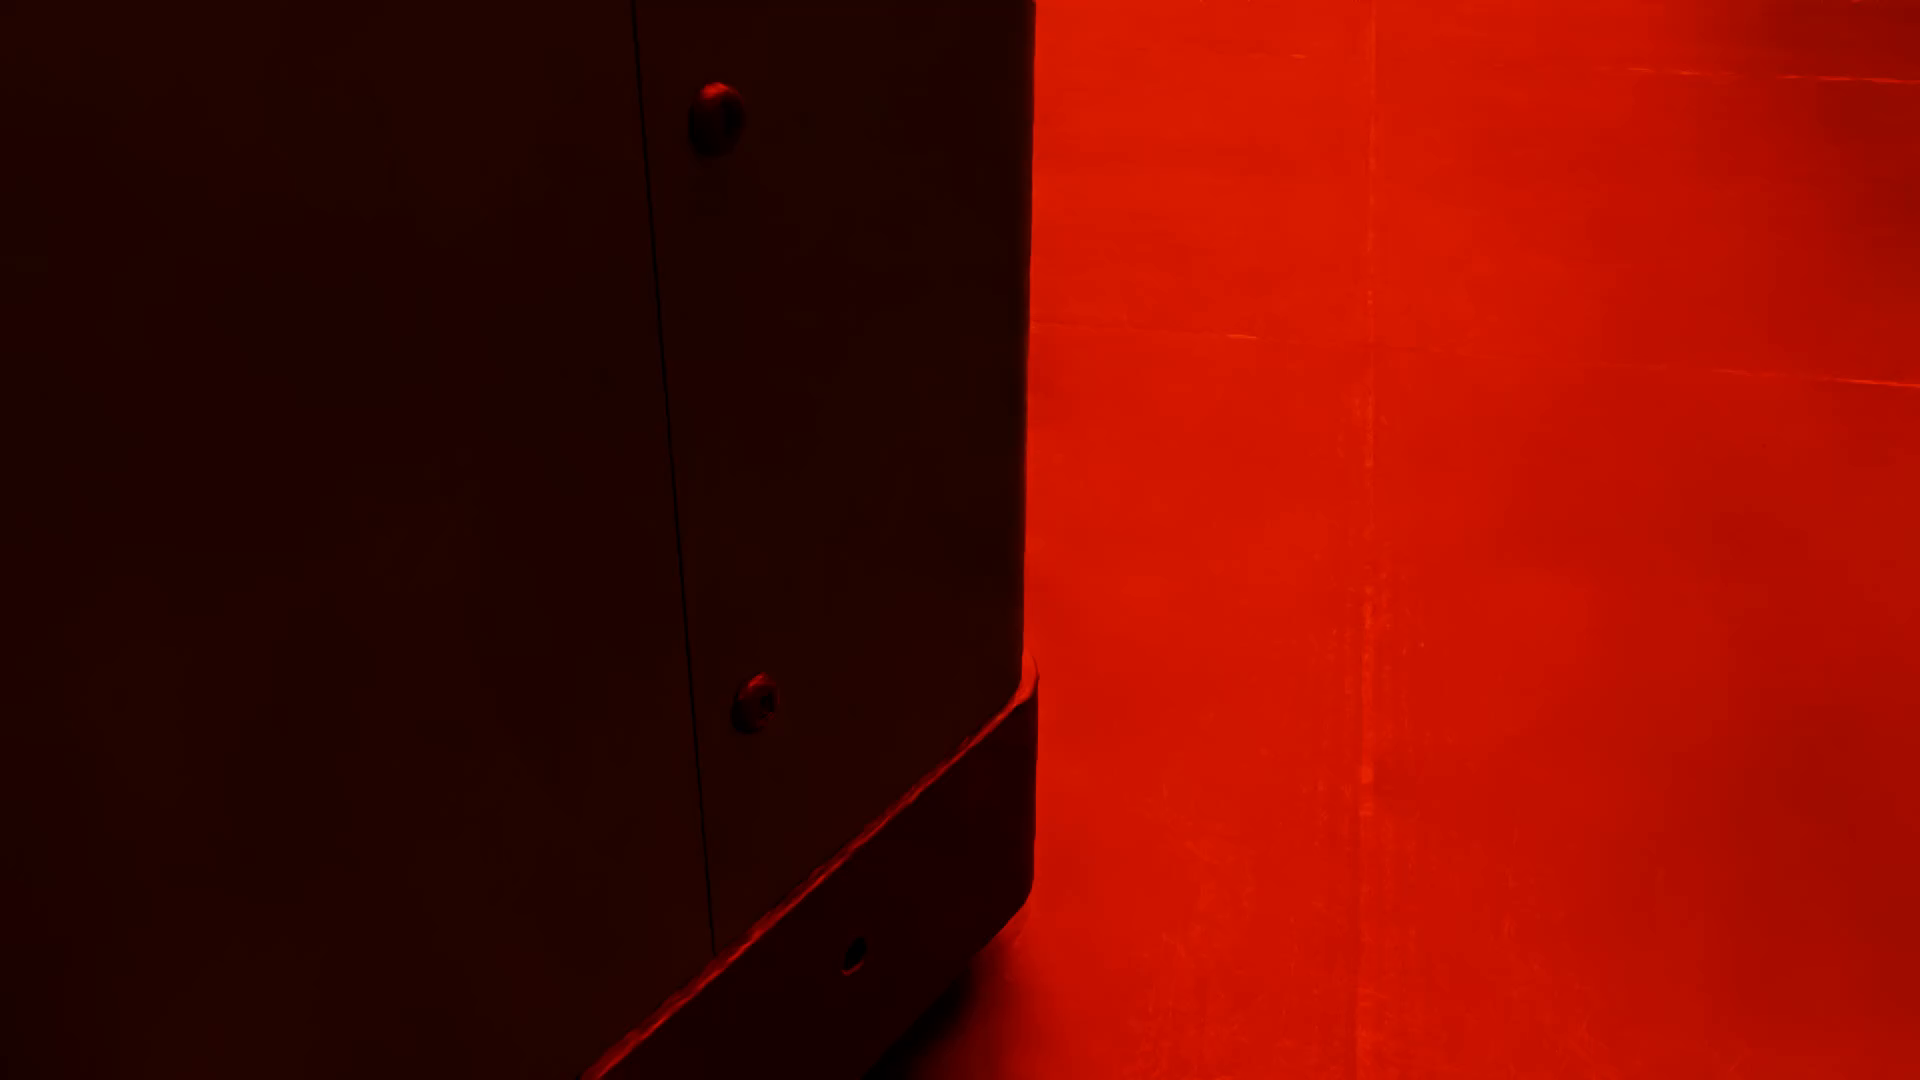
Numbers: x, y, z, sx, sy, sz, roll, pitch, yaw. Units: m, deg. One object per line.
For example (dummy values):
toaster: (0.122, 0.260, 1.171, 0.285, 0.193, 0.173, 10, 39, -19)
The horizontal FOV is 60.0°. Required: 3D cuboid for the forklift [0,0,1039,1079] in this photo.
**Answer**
forklift: (-1.444, -1.092, 1.410, 3.031, 2.935, 1.130, 16, 31, 29)
